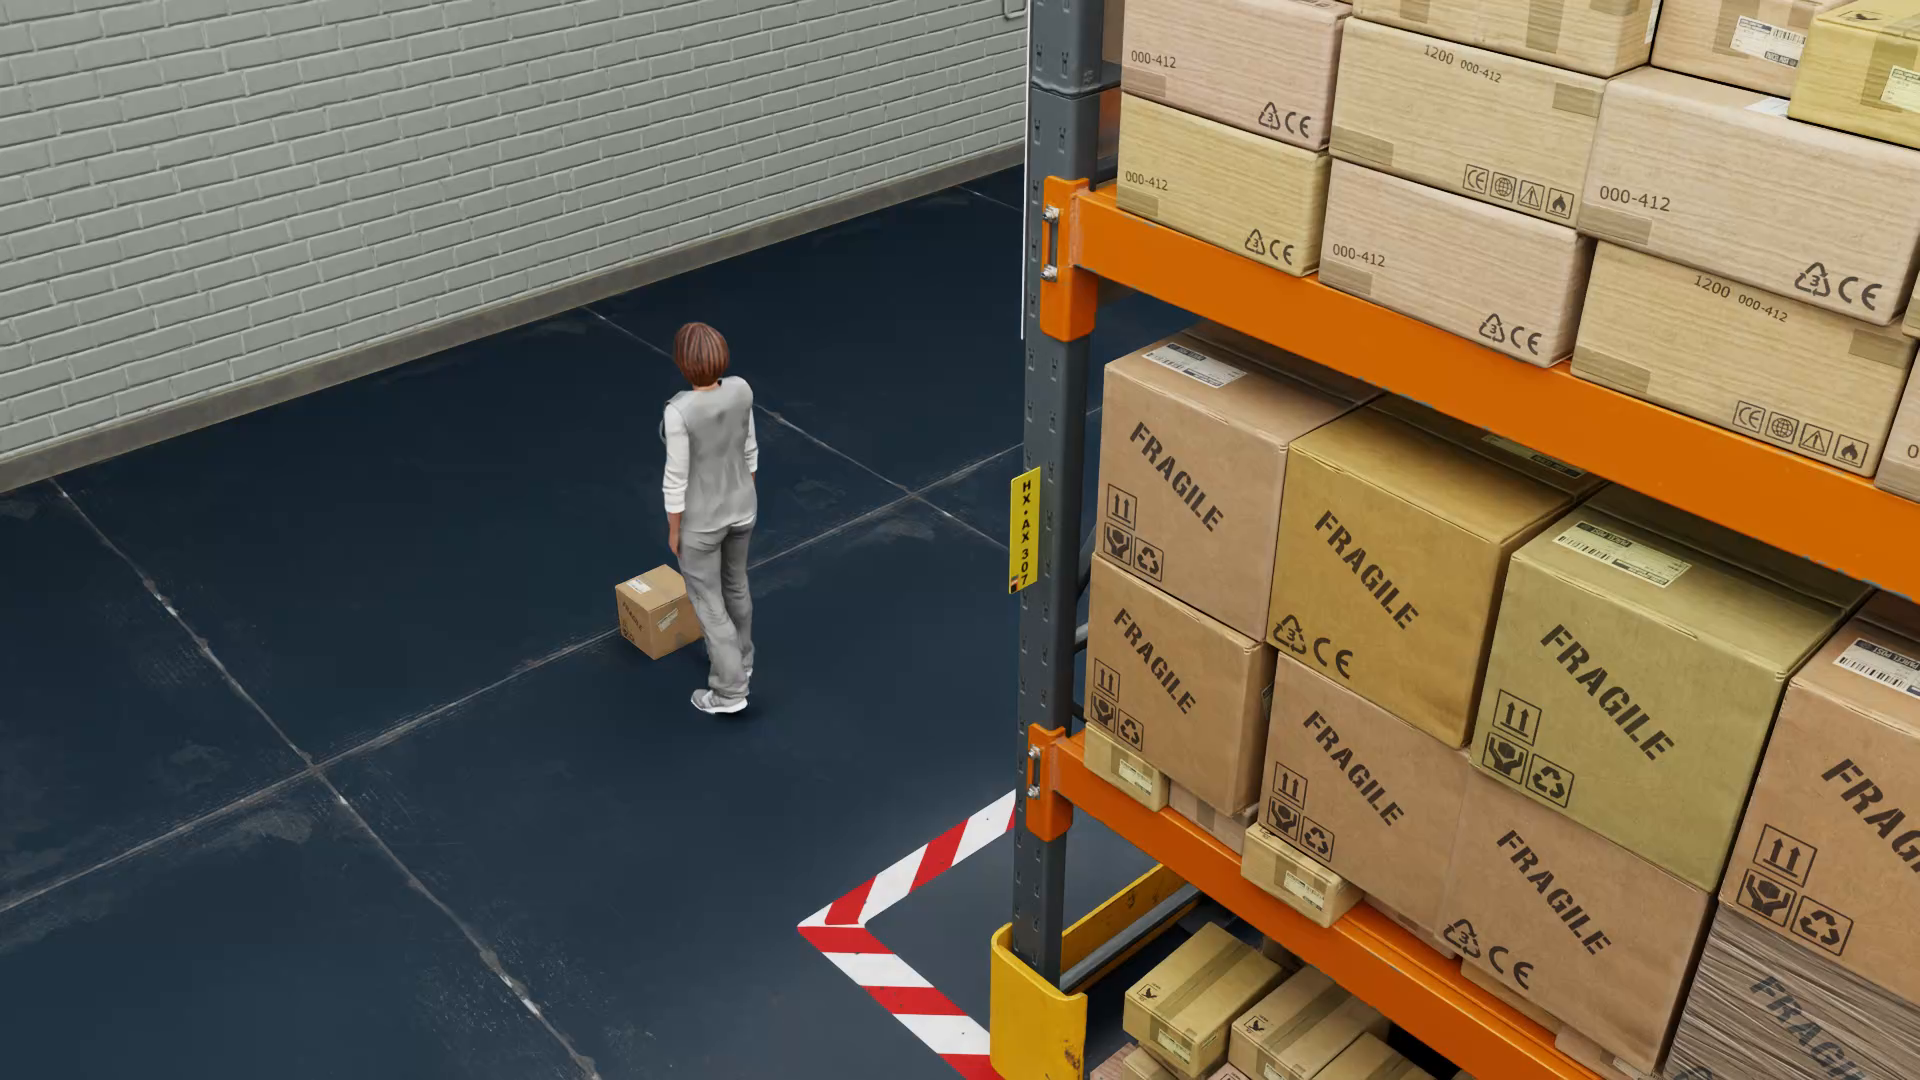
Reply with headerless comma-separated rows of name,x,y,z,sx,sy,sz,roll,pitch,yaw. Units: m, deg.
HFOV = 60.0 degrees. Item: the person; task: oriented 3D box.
person,-0.944,-0.084,6.294,0.416,1.624,0.465,-25,40,-34
